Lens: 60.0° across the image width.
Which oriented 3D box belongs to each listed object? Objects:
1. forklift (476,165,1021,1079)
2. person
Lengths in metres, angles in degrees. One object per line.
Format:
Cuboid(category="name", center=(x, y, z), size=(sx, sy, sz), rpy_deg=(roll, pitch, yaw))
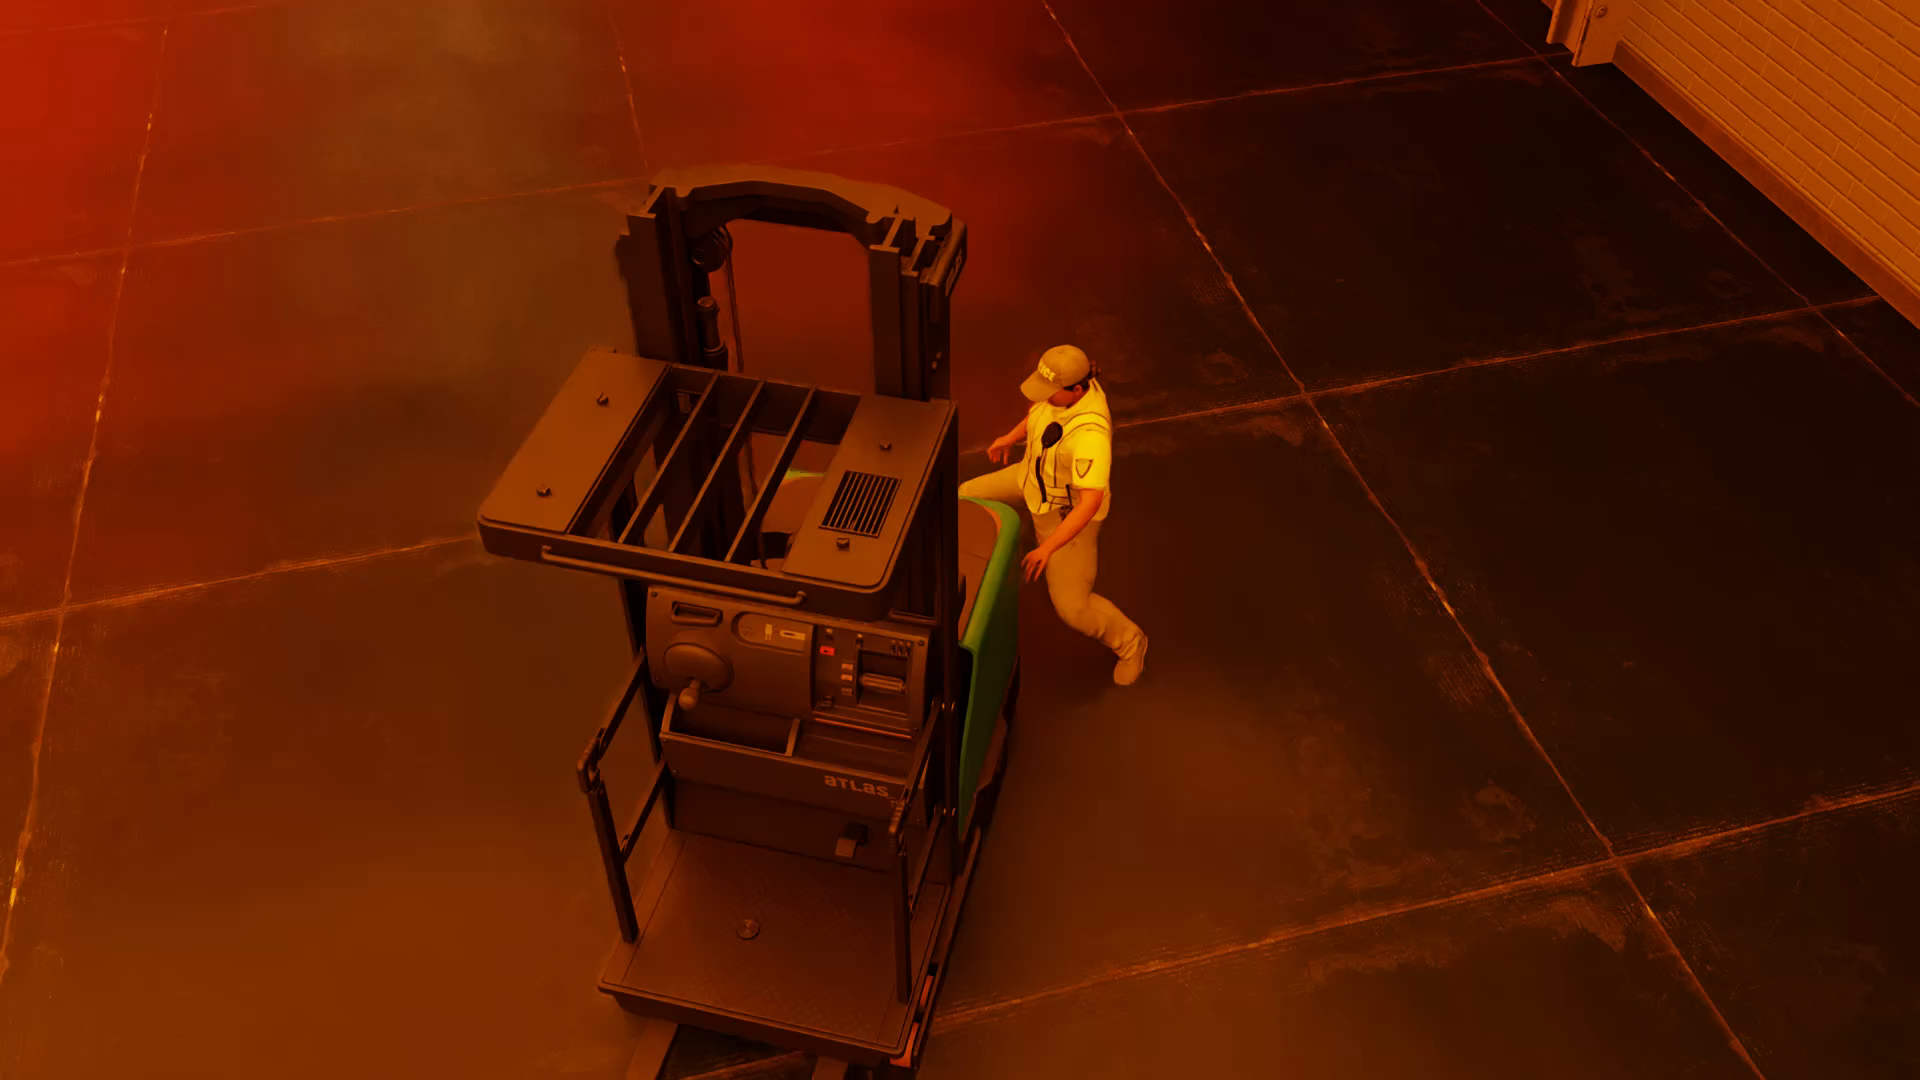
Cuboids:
Cuboid(category="forklift", center=(-0.604, 0.481, 5.136), size=(1.130, 2.935, 3.031), rpy_deg=(10, 44, 10))
Cuboid(category="person", center=(0.379, -0.162, 6.886), size=(0.779, 1.541, 0.928), rpy_deg=(-10, 44, -10))
